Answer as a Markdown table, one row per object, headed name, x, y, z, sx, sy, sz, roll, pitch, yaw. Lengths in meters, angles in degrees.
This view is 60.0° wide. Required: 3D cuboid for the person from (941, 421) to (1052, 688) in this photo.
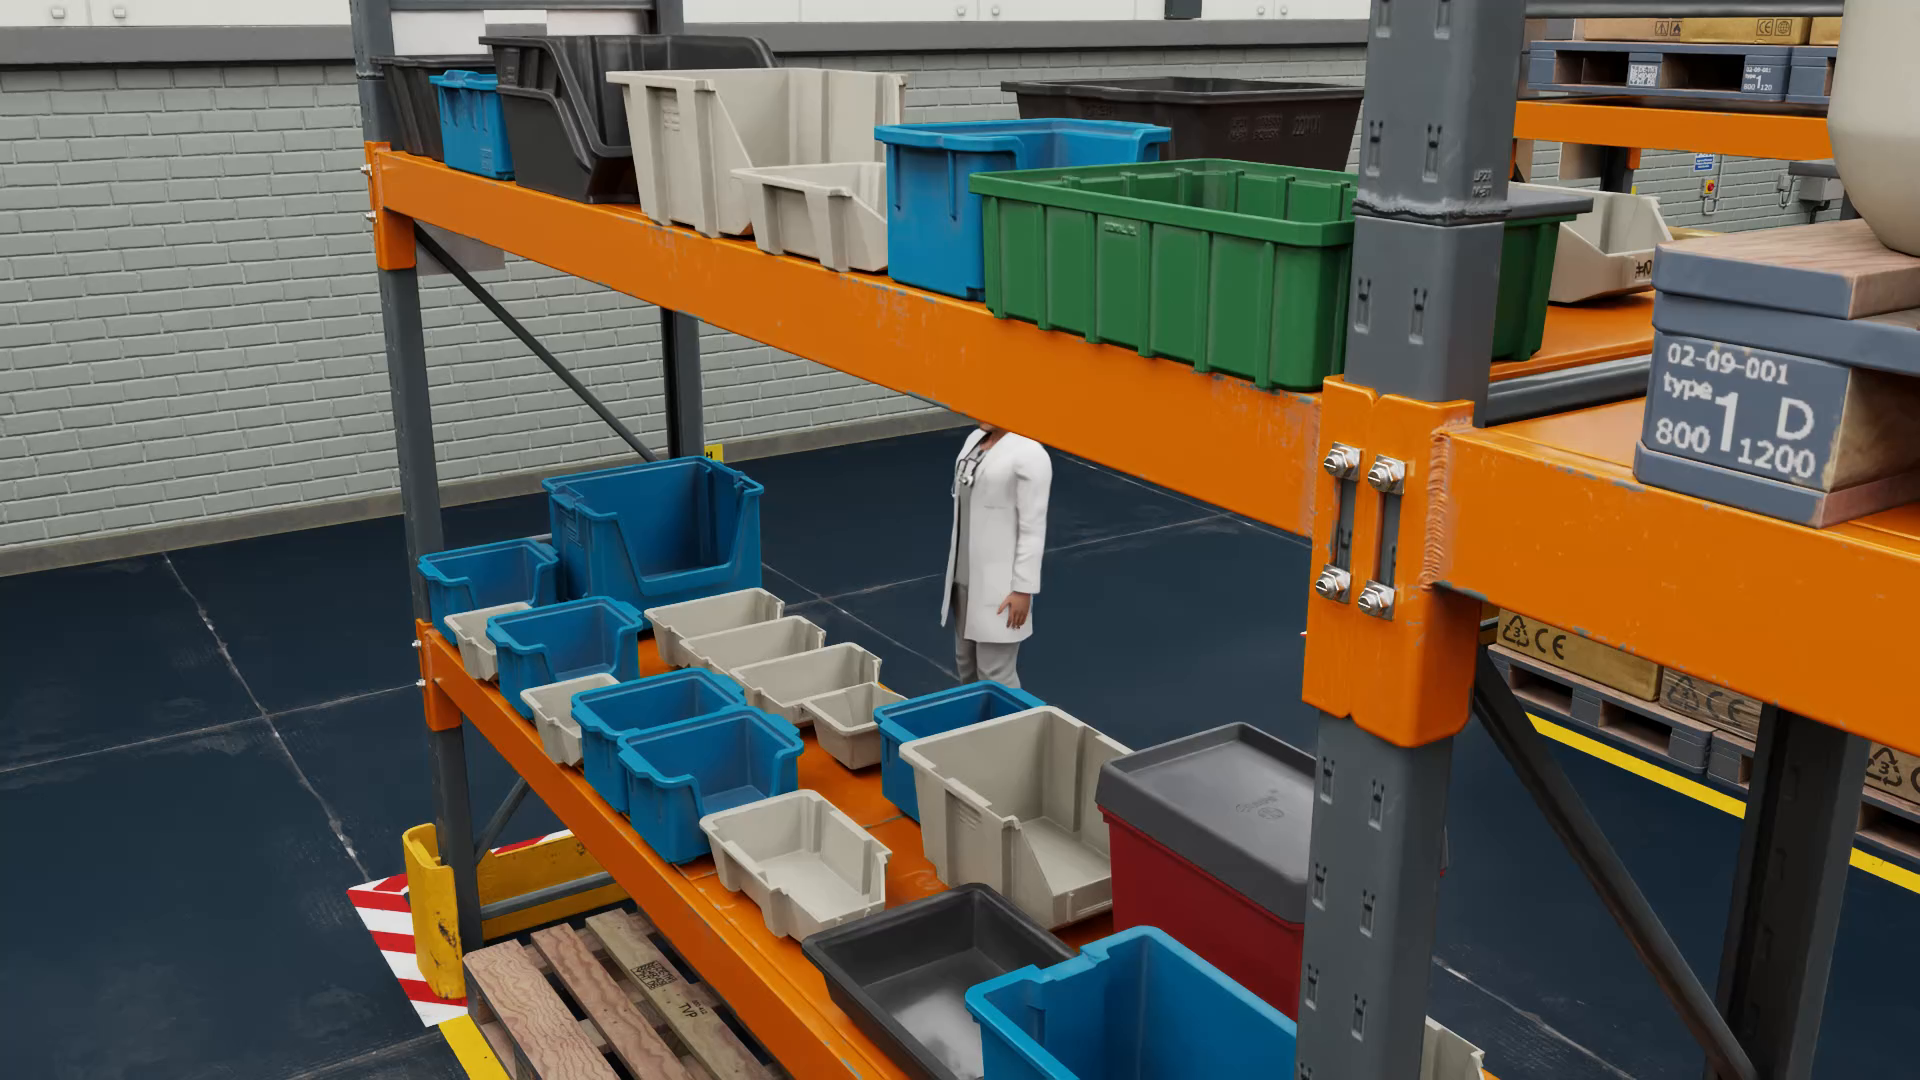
| name | x | y | z | sx | sy | sz | roll | pitch | yaw |
| --- | --- | --- | --- | --- | --- | --- | --- | --- | --- |
| person | 0.119 | 0.216 | 7.063 | 0.522 | 1.773 | 0.592 | -11 | 21 | -30 |
